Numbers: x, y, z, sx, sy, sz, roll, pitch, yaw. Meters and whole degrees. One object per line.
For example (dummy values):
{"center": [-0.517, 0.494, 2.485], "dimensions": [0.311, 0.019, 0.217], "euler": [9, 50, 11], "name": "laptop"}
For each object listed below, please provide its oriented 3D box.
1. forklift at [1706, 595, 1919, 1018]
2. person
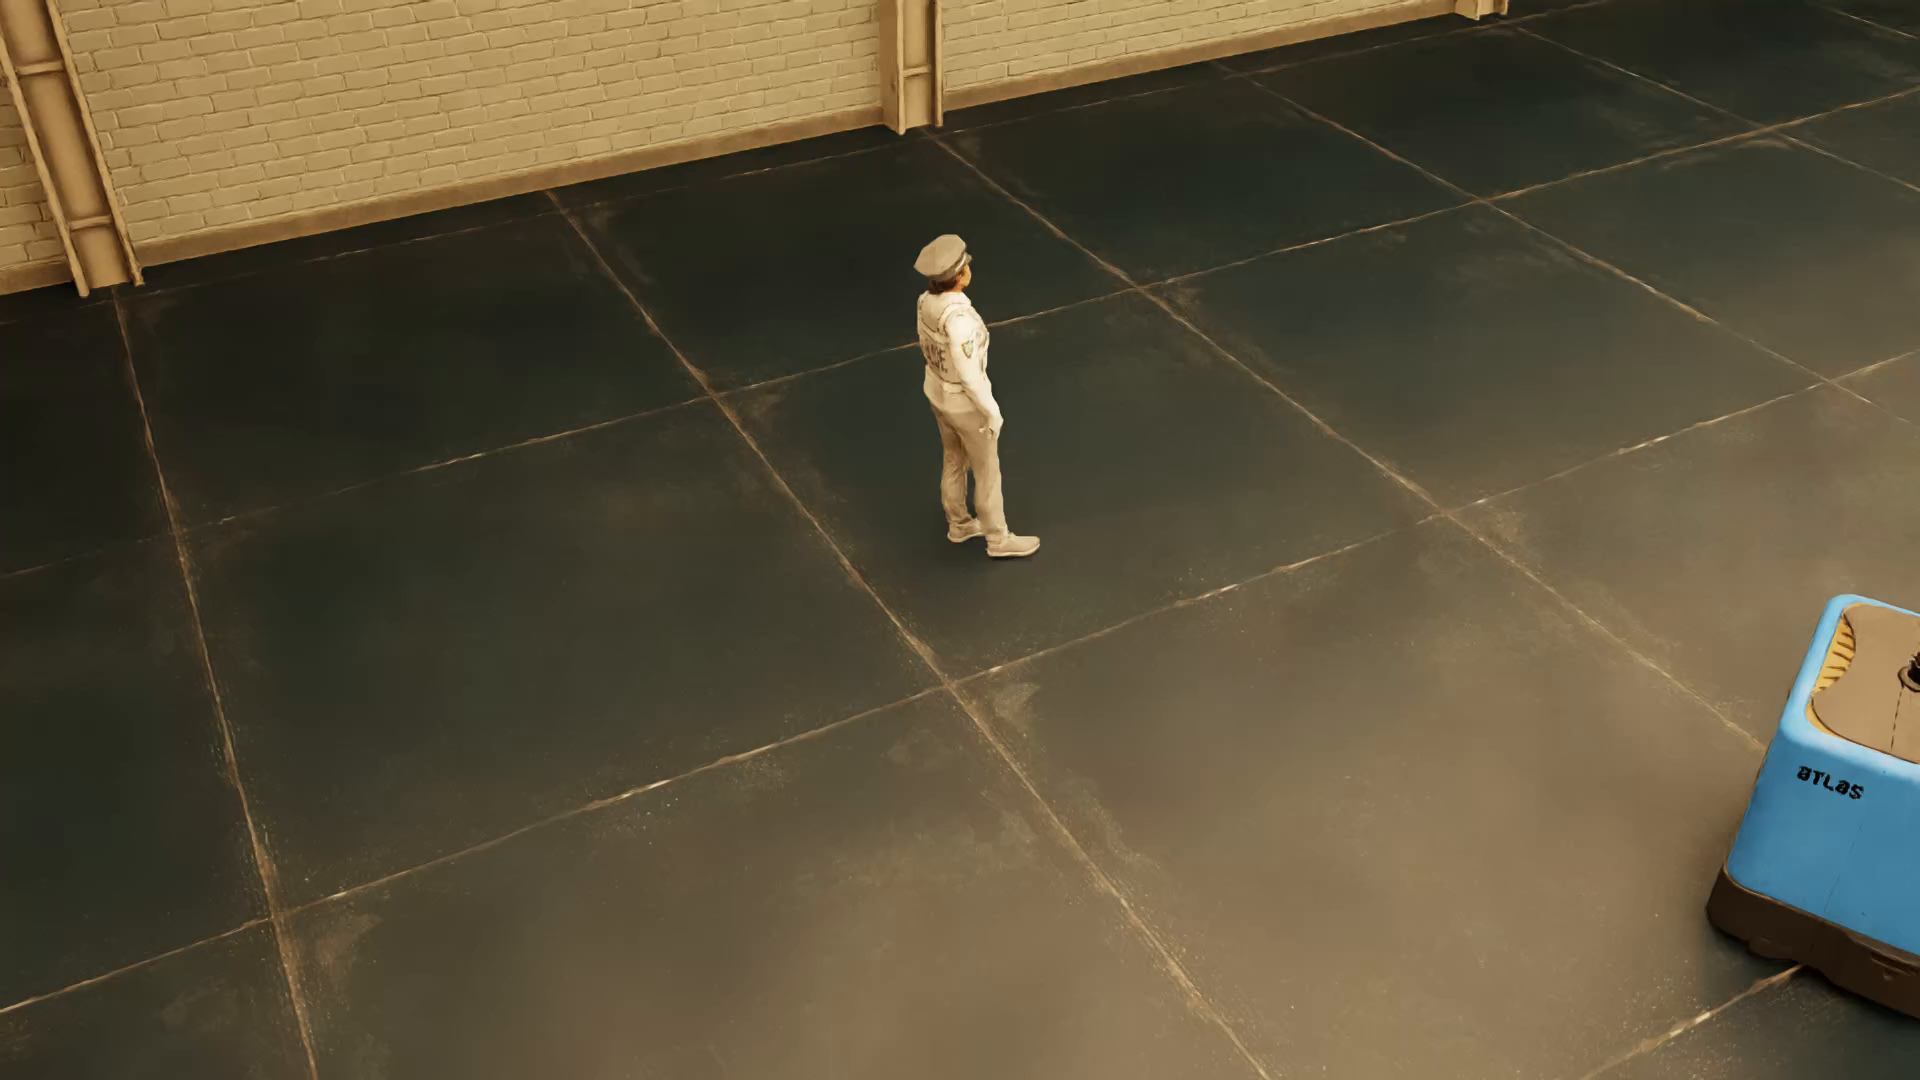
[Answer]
{"center": [4.420, 0.574, 5.311], "dimensions": [3.031, 2.935, 1.130], "euler": [21, 40, 27], "name": "forklift"}
{"center": [0.063, -0.713, 8.190], "dimensions": [0.533, 1.695, 0.586], "euler": [-17, 39, -23], "name": "person"}
